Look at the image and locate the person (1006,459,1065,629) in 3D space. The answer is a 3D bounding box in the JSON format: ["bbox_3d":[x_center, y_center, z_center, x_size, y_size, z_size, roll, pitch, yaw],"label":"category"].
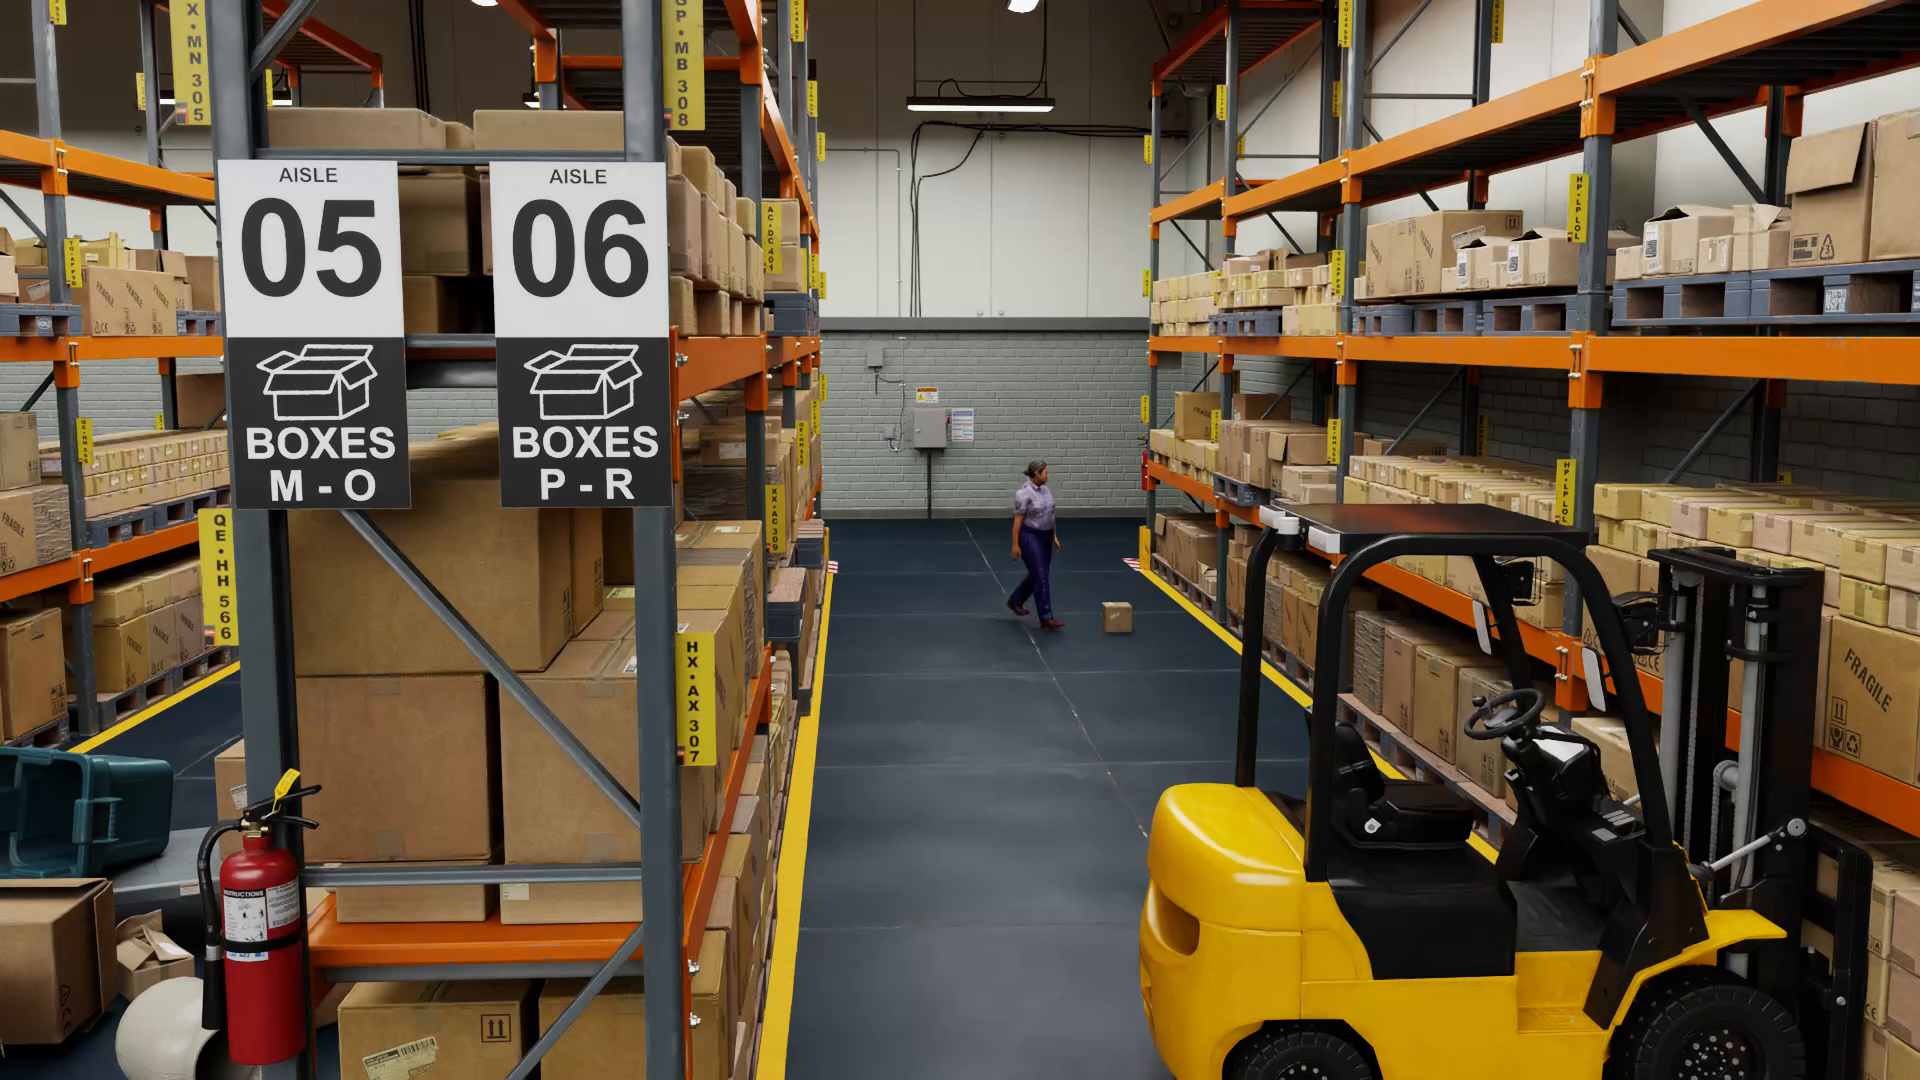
[{"bbox_3d":[0.731,0.028,16.121,0.871,1.605,0.531,6,9,39],"label":"person"}]
